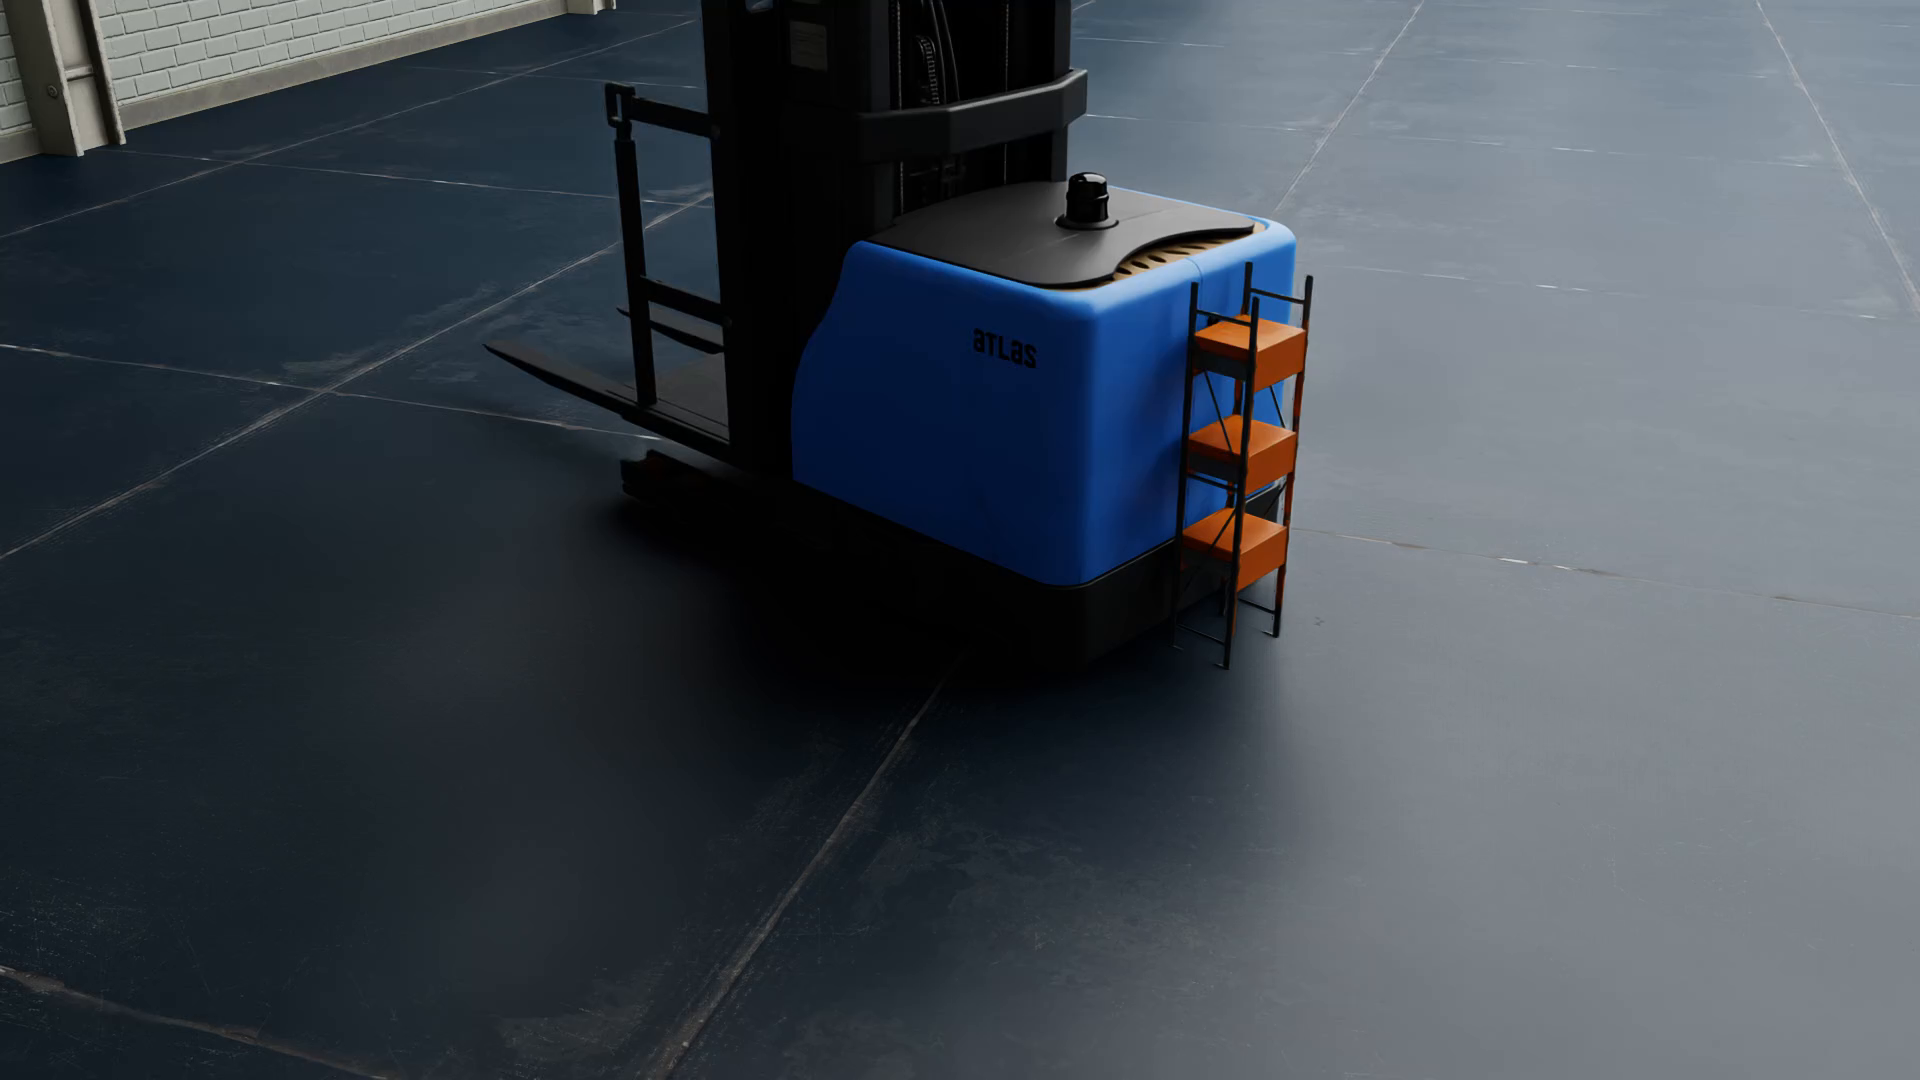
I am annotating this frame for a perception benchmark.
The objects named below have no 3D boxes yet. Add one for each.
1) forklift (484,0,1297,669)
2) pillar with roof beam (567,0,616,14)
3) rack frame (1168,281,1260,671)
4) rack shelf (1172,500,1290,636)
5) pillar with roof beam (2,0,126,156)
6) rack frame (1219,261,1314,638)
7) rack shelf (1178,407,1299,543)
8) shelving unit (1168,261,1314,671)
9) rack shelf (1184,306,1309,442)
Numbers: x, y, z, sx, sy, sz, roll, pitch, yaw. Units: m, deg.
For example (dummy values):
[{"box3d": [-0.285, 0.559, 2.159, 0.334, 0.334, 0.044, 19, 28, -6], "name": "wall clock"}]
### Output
[{"box3d": [-0.470, -1.513, 5.012, 3.031, 2.935, 1.130, 22, 34, 38], "name": "forklift"}, {"box3d": [0.655, -8.308, 12.083, 9.100, 9.000, 0.400, 9, 27, 17], "name": "pillar with roof beam"}, {"box3d": [0.658, -0.148, 4.351, 0.200, 1.050, 0.008, 22, 33, 37], "name": "rack frame"}, {"box3d": [0.740, 0.073, 4.557, 0.215, 0.259, 0.240, 22, 33, 37], "name": "rack shelf"}, {"box3d": [-1.341, -5.842, 6.990, 9.100, 9.000, 0.400, 9, 27, 17], "name": "pillar with roof beam"}, {"box3d": [0.823, -0.226, 4.513, 0.200, 1.050, 0.008, 22, 33, 37], "name": "rack frame"}, {"box3d": [0.740, -0.178, 4.436, 0.215, 0.259, 0.240, 22, 33, 37], "name": "rack shelf"}, {"box3d": [0.740, -0.187, 4.432, 0.215, 1.050, 0.252, 22, 33, 37], "name": "shelving unit"}, {"box3d": [0.740, -0.433, 4.313, 0.215, 0.259, 0.240, 22, 33, 37], "name": "rack shelf"}]
